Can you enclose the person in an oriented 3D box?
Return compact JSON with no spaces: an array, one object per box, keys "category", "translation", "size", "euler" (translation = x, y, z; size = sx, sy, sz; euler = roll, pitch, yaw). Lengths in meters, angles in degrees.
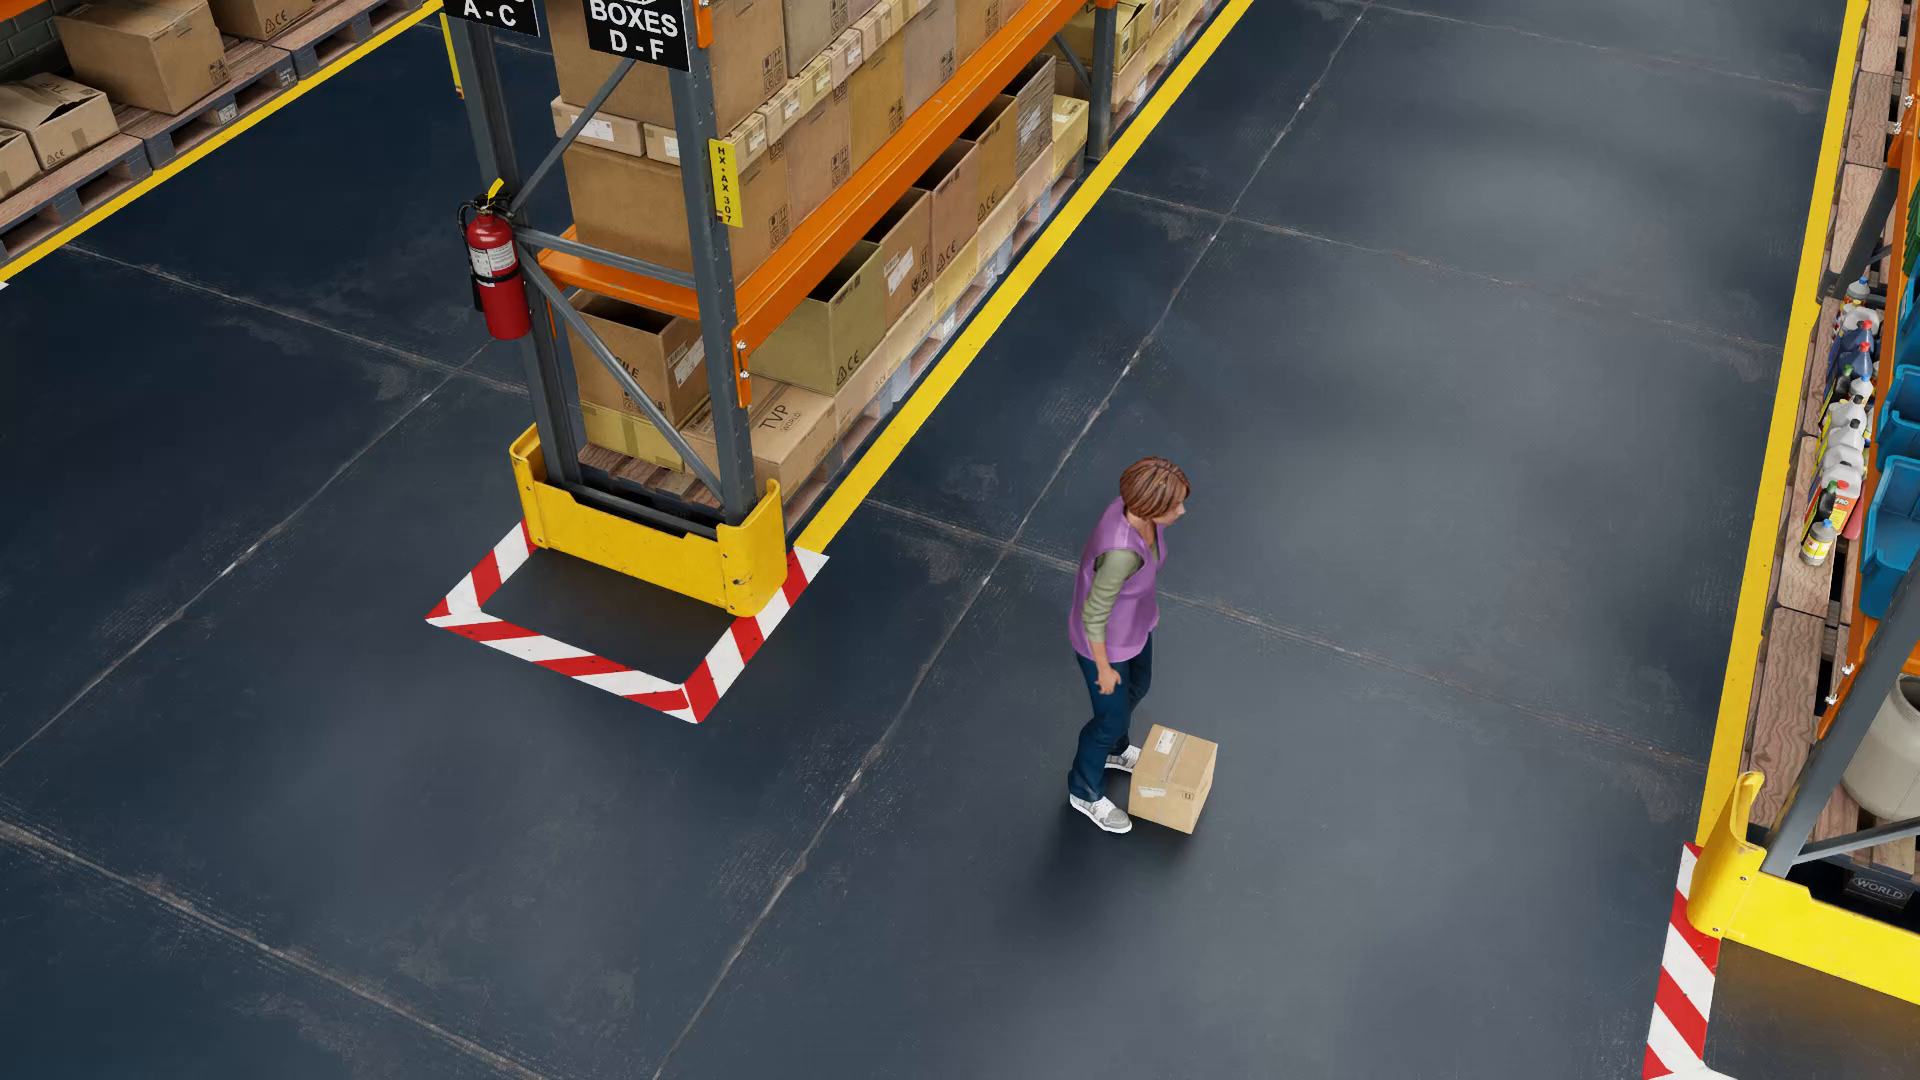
[{"category":"person","translation":[0.562,0.333,5.806],"size":[0.347,1.593,0.459],"euler":[17,45,18]}]
